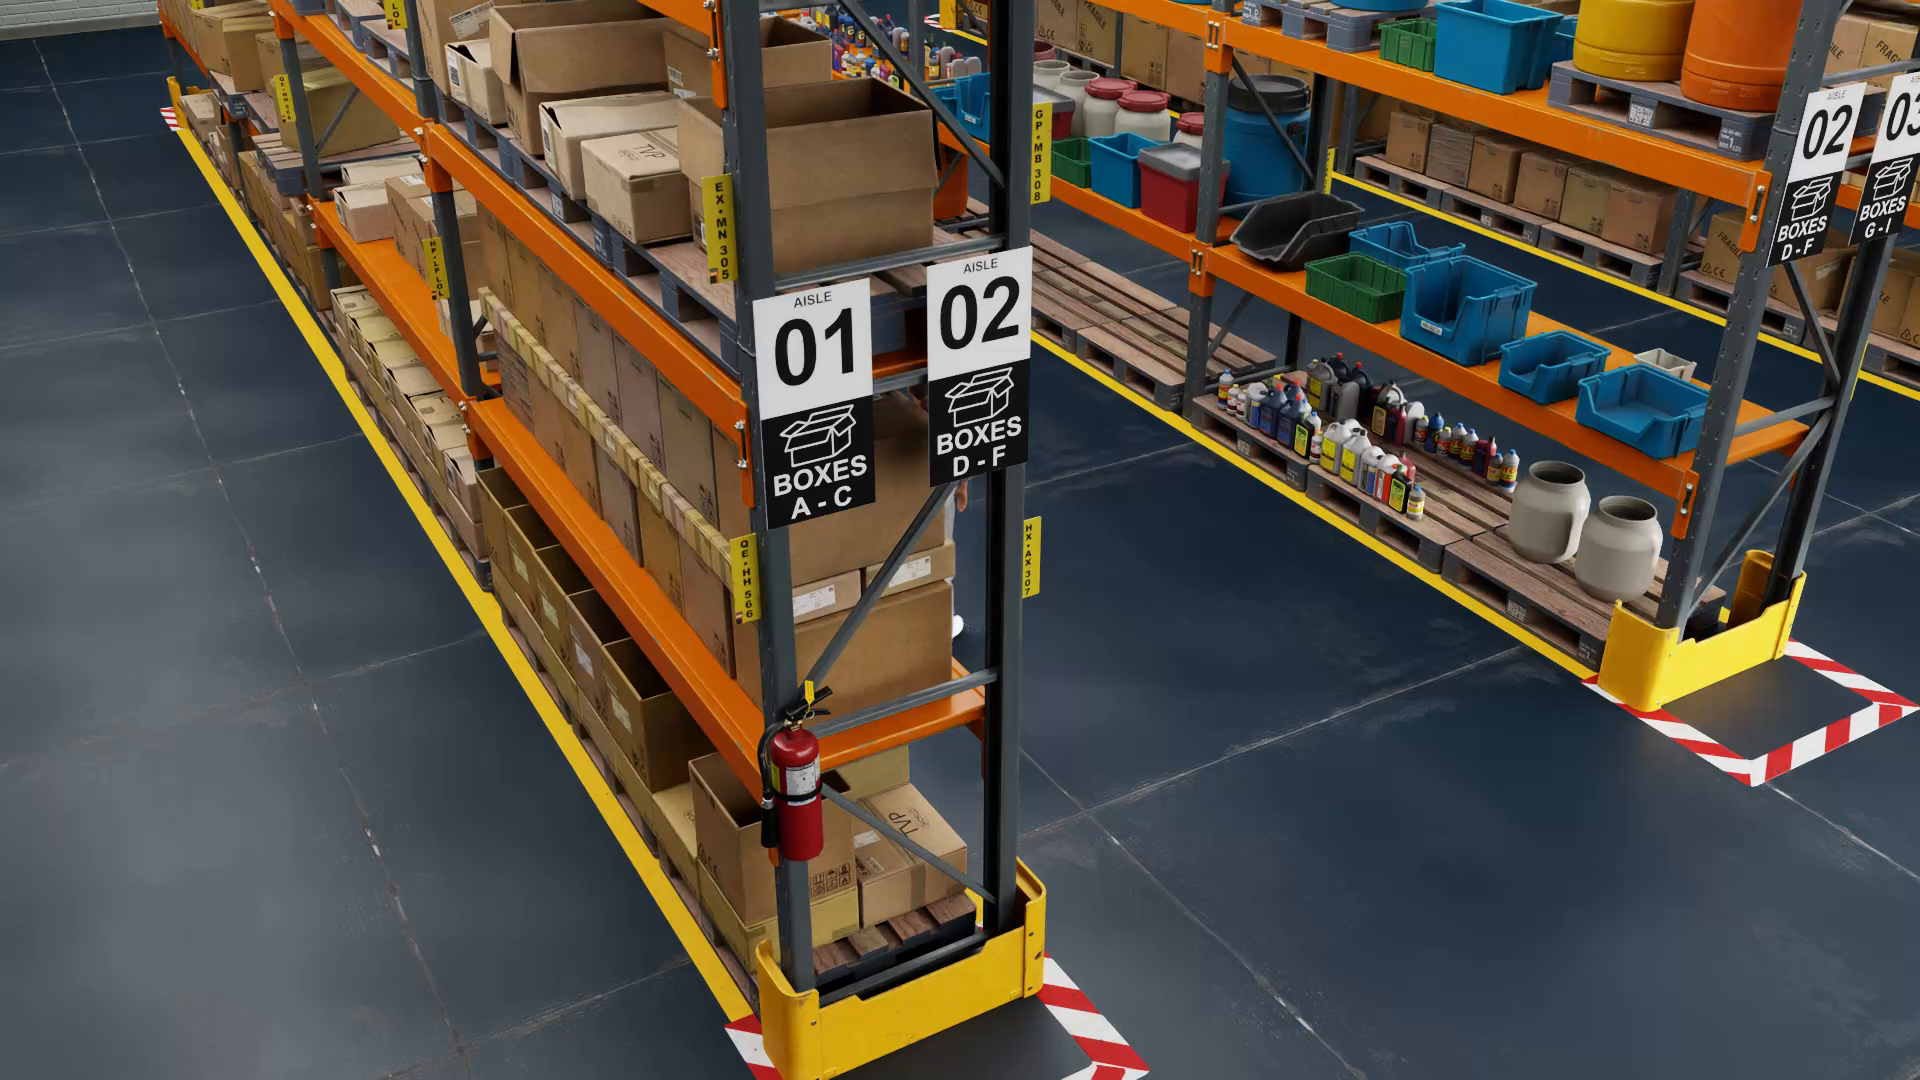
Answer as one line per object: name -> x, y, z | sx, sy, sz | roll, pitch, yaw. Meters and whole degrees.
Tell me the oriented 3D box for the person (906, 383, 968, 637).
person -> -0.184, -0.211, 8.909 | 0.494, 1.668, 0.406 | -8, 30, -15
